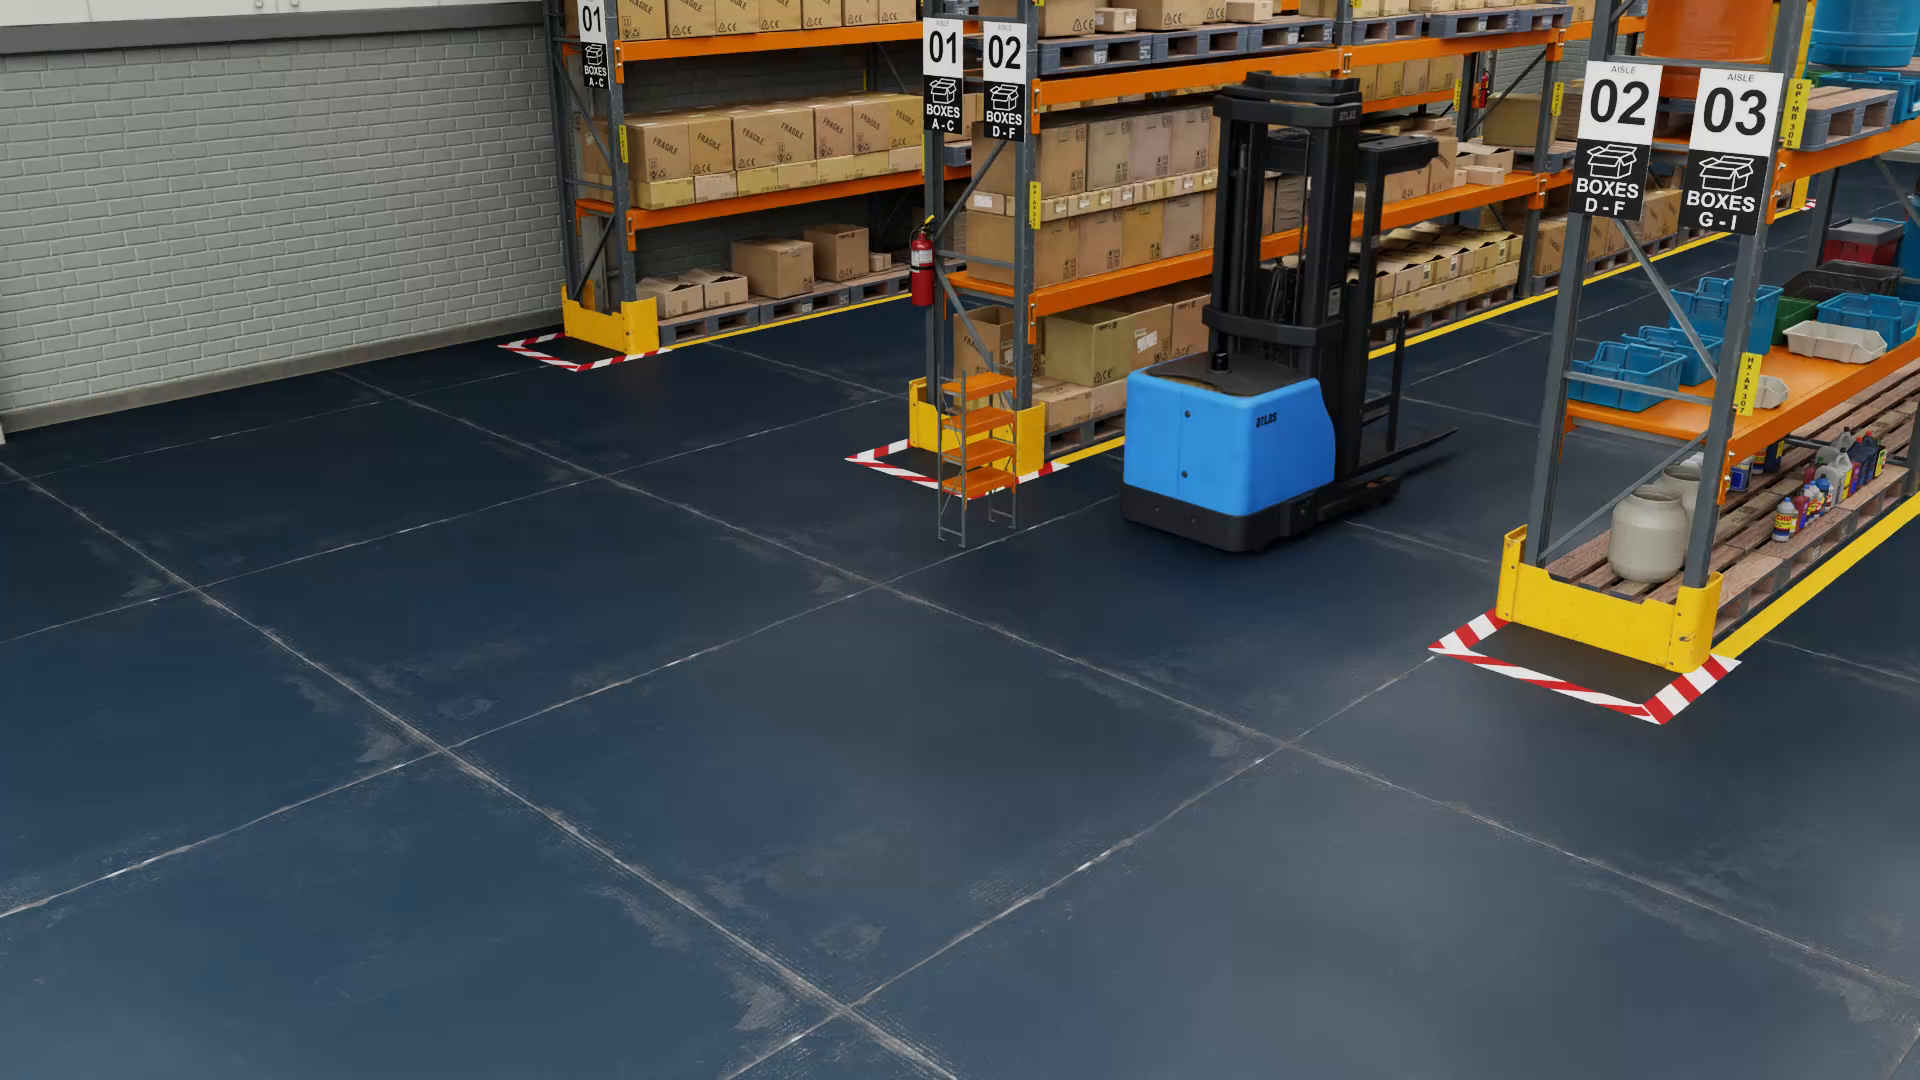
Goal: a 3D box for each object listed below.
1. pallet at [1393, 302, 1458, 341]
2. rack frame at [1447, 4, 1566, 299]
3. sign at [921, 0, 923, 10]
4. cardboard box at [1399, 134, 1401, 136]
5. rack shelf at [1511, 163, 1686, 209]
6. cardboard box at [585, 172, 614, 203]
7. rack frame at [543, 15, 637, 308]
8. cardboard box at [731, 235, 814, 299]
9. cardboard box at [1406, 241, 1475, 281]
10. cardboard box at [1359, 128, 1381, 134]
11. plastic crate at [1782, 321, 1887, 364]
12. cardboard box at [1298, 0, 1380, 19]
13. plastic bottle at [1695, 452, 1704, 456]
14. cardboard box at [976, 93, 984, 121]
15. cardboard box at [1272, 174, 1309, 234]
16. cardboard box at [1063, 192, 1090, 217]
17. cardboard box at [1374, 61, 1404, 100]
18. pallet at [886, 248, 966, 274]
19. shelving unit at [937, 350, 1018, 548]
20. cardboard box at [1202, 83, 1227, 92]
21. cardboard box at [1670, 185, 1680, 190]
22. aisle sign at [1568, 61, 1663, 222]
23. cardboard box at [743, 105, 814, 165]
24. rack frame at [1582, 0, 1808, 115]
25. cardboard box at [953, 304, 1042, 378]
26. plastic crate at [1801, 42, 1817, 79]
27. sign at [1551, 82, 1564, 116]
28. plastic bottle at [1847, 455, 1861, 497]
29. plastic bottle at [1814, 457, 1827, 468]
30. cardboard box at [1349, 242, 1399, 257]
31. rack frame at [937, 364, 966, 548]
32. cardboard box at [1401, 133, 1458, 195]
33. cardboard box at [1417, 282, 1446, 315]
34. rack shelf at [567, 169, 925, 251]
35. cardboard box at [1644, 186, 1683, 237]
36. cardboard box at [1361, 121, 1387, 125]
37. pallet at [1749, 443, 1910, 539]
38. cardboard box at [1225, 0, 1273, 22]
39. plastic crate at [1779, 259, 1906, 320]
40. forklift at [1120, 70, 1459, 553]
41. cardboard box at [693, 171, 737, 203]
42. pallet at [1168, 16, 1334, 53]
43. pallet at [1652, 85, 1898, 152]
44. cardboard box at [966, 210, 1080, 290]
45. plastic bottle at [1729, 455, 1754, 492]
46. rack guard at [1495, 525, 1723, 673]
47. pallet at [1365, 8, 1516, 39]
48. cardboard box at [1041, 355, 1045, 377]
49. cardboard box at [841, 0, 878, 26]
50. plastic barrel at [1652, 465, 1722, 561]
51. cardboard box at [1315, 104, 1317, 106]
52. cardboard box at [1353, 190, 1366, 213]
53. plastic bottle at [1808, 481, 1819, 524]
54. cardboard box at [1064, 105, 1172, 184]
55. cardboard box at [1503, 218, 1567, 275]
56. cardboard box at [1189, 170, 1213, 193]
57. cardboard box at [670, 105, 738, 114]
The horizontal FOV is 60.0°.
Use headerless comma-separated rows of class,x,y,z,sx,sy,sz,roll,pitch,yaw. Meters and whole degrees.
pallet,4.262,-2.296,16.755,1.003,0.211,1.213,19,28,41
rack frame,5.715,-4.112,17.592,1.000,3.000,0.127,19,28,41
sign,-0.244,-3.971,11.922,0.100,0.325,0.005,19,28,41
cardboard box,6.262,-5.835,24.972,0.500,0.500,0.700,-19,28,-41
rack shelf,7.111,-4.290,19.059,1.077,0.370,4.000,19,28,41
cardboard box,-3.230,-3.402,15.927,0.500,0.250,0.500,-20,28,-41
rack frame,-3.417,-3.294,15.465,1.000,3.000,0.127,19,28,41
cardboard box,-1.925,-2.811,17.078,0.700,0.500,0.500,17,27,37
cardboard box,4.814,-2.826,16.711,0.500,0.311,0.500,19,28,40
cardboard box,5.919,-5.920,24.291,0.250,0.149,0.380,-19,28,-40
plastic crate,5.520,-1.239,10.485,0.530,0.136,0.437,19,28,41
cardboard box,3.362,-4.766,14.736,0.500,0.250,0.500,-17,27,-37
plastic bottle,5.053,-0.503,11.281,0.185,0.351,0.144,-19,28,-40
cardboard box,0.148,-4.839,18.730,0.500,0.500,0.700,-17,27,-37
cardboard box,2.620,-3.015,14.598,0.700,0.500,0.500,18,28,39
cardboard box,0.745,-2.521,12.408,0.380,0.149,0.250,18,28,39
cardboard box,5.857,-6.841,24.273,0.980,0.700,0.700,18,28,39
pallet,-0.085,-3.222,19.162,1.003,0.211,1.213,19,28,41
shelving unit,0.115,-0.603,10.970,0.258,1.200,0.503,19,28,41
cardboard box,3.058,-5.739,21.243,0.500,0.500,0.500,-19,28,-40
cardboard box,9.223,-4.501,21.738,0.500,0.311,0.500,19,28,41
aisle sign,3.418,-2.084,8.693,0.394,0.787,0.004,19,28,41
cardboard box,-1.800,-4.023,16.496,0.500,0.500,0.500,-19,28,-40
rack frame,3.681,-3.615,7.937,1.000,3.000,0.127,19,28,41
cardboard box,0.296,-1.531,13.078,0.500,0.500,0.500,19,28,41
plastic crate,4.796,-2.773,9.950,0.392,0.384,0.575,19,28,41
sign,6.115,-4.514,17.025,0.100,0.325,0.005,19,28,41
plastic bottle,6.011,-0.441,11.214,0.133,0.283,0.061,-18,27,-39
plastic bottle,5.778,-0.430,11.184,0.061,0.283,0.133,19,28,41
cardboard box,4.064,-2.825,16.710,0.500,0.311,0.500,19,28,40
rack frame,-0.055,-0.540,10.807,0.240,1.200,0.015,19,28,41
cardboard box,4.557,-3.723,16.441,0.500,0.500,0.500,17,27,38
cardboard box,4.456,-2.433,16.472,0.500,0.250,0.500,-20,28,-41
rack shelf,-2.022,-3.473,16.931,1.077,0.370,4.000,19,28,41
cardboard box,8.367,-3.980,20.120,0.500,0.500,0.500,19,28,40
cardboard box,6.212,-6.225,25.085,0.380,0.149,0.250,19,28,40
pallet,5.973,-0.379,11.767,1.003,0.211,1.213,19,28,41
cardboard box,2.279,-4.250,13.339,0.380,0.149,0.250,19,28,41
plastic crate,6.015,-1.711,11.433,0.767,0.338,0.504,19,28,41
forklift,2.493,-1.722,11.469,3.031,2.935,1.130,-19,28,-41
cardboard box,-2.497,-3.417,15.964,0.500,0.250,0.500,18,28,39
pallet,2.349,-4.217,13.807,1.003,0.211,1.213,19,28,41
pallet,4.328,-2.315,8.999,1.003,0.211,1.213,19,28,41
cardboard box,0.469,-2.219,12.528,0.700,0.500,0.500,19,28,41
plastic bottle,5.306,-0.485,11.339,0.152,0.276,0.135,19,28,41
rack guard,3.700,0.321,9.544,1.175,0.500,0.348,19,28,41
pallet,4.528,-4.939,15.826,1.213,0.211,1.003,-19,28,-40
cardboard box,0.637,-1.311,13.553,0.500,0.250,0.500,19,28,41
cardboard box,-1.164,-5.460,16.752,0.500,0.500,0.500,16,26,36
plastic barrel,4.435,-0.167,10.210,0.421,0.512,0.421,0,21,0
cardboard box,4.762,-6.043,22.937,0.250,0.149,0.380,-20,28,-41
cardboard box,3.690,-3.143,15.421,0.380,0.149,0.250,19,28,41
plastic bottle,5.478,-0.249,10.730,0.097,0.271,0.097,0,21,0
cardboard box,1.220,-3.105,13.023,0.700,0.500,0.500,19,28,41
cardboard box,6.238,-3.196,18.080,0.500,0.500,0.500,-19,28,-40
cardboard box,1.819,-2.915,13.433,0.250,0.149,0.380,-19,28,-40
cardboard box,-2.525,-4.019,16.486,0.500,0.500,0.500,18,28,39
